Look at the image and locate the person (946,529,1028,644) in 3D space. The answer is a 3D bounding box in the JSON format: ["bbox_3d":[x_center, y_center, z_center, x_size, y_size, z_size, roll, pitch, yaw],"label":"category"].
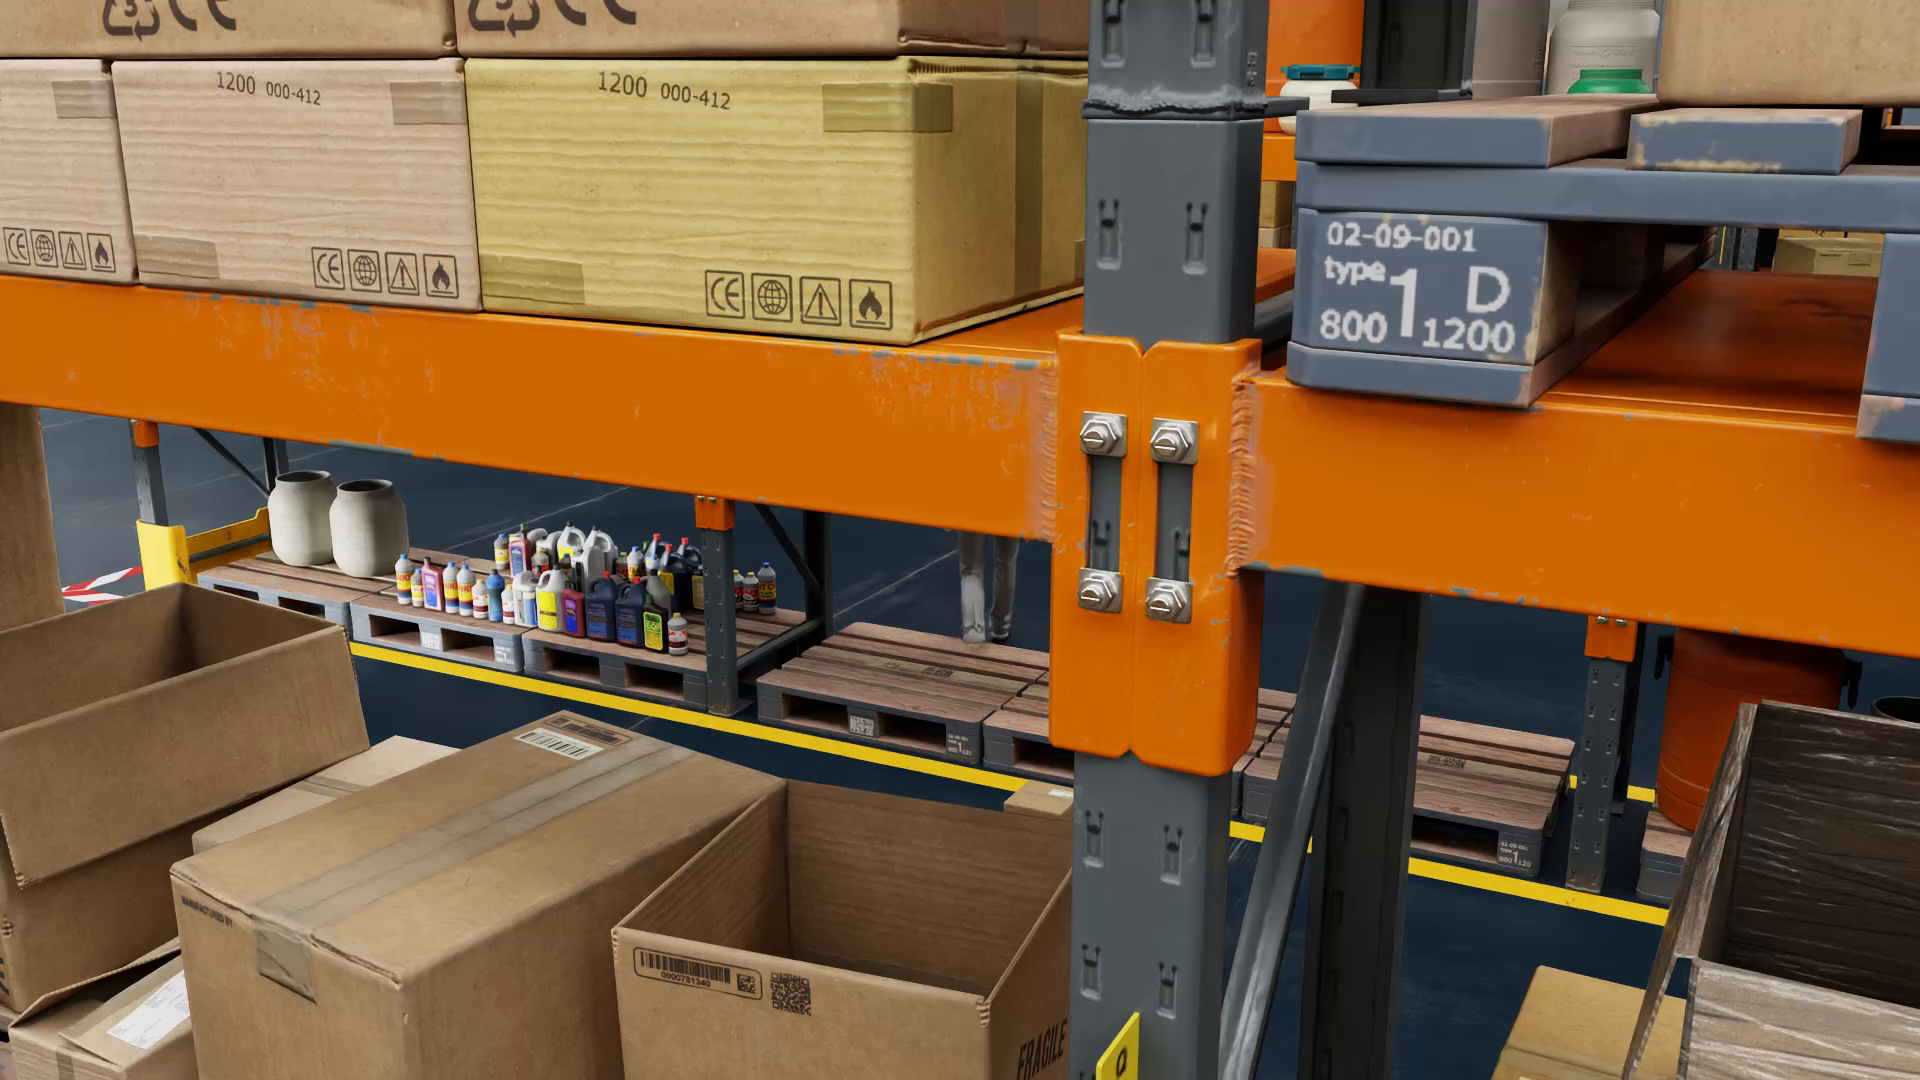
[{"bbox_3d":[0.143,-0.197,8.783,0.499,1.649,0.924,1,16,2],"label":"person"}]
